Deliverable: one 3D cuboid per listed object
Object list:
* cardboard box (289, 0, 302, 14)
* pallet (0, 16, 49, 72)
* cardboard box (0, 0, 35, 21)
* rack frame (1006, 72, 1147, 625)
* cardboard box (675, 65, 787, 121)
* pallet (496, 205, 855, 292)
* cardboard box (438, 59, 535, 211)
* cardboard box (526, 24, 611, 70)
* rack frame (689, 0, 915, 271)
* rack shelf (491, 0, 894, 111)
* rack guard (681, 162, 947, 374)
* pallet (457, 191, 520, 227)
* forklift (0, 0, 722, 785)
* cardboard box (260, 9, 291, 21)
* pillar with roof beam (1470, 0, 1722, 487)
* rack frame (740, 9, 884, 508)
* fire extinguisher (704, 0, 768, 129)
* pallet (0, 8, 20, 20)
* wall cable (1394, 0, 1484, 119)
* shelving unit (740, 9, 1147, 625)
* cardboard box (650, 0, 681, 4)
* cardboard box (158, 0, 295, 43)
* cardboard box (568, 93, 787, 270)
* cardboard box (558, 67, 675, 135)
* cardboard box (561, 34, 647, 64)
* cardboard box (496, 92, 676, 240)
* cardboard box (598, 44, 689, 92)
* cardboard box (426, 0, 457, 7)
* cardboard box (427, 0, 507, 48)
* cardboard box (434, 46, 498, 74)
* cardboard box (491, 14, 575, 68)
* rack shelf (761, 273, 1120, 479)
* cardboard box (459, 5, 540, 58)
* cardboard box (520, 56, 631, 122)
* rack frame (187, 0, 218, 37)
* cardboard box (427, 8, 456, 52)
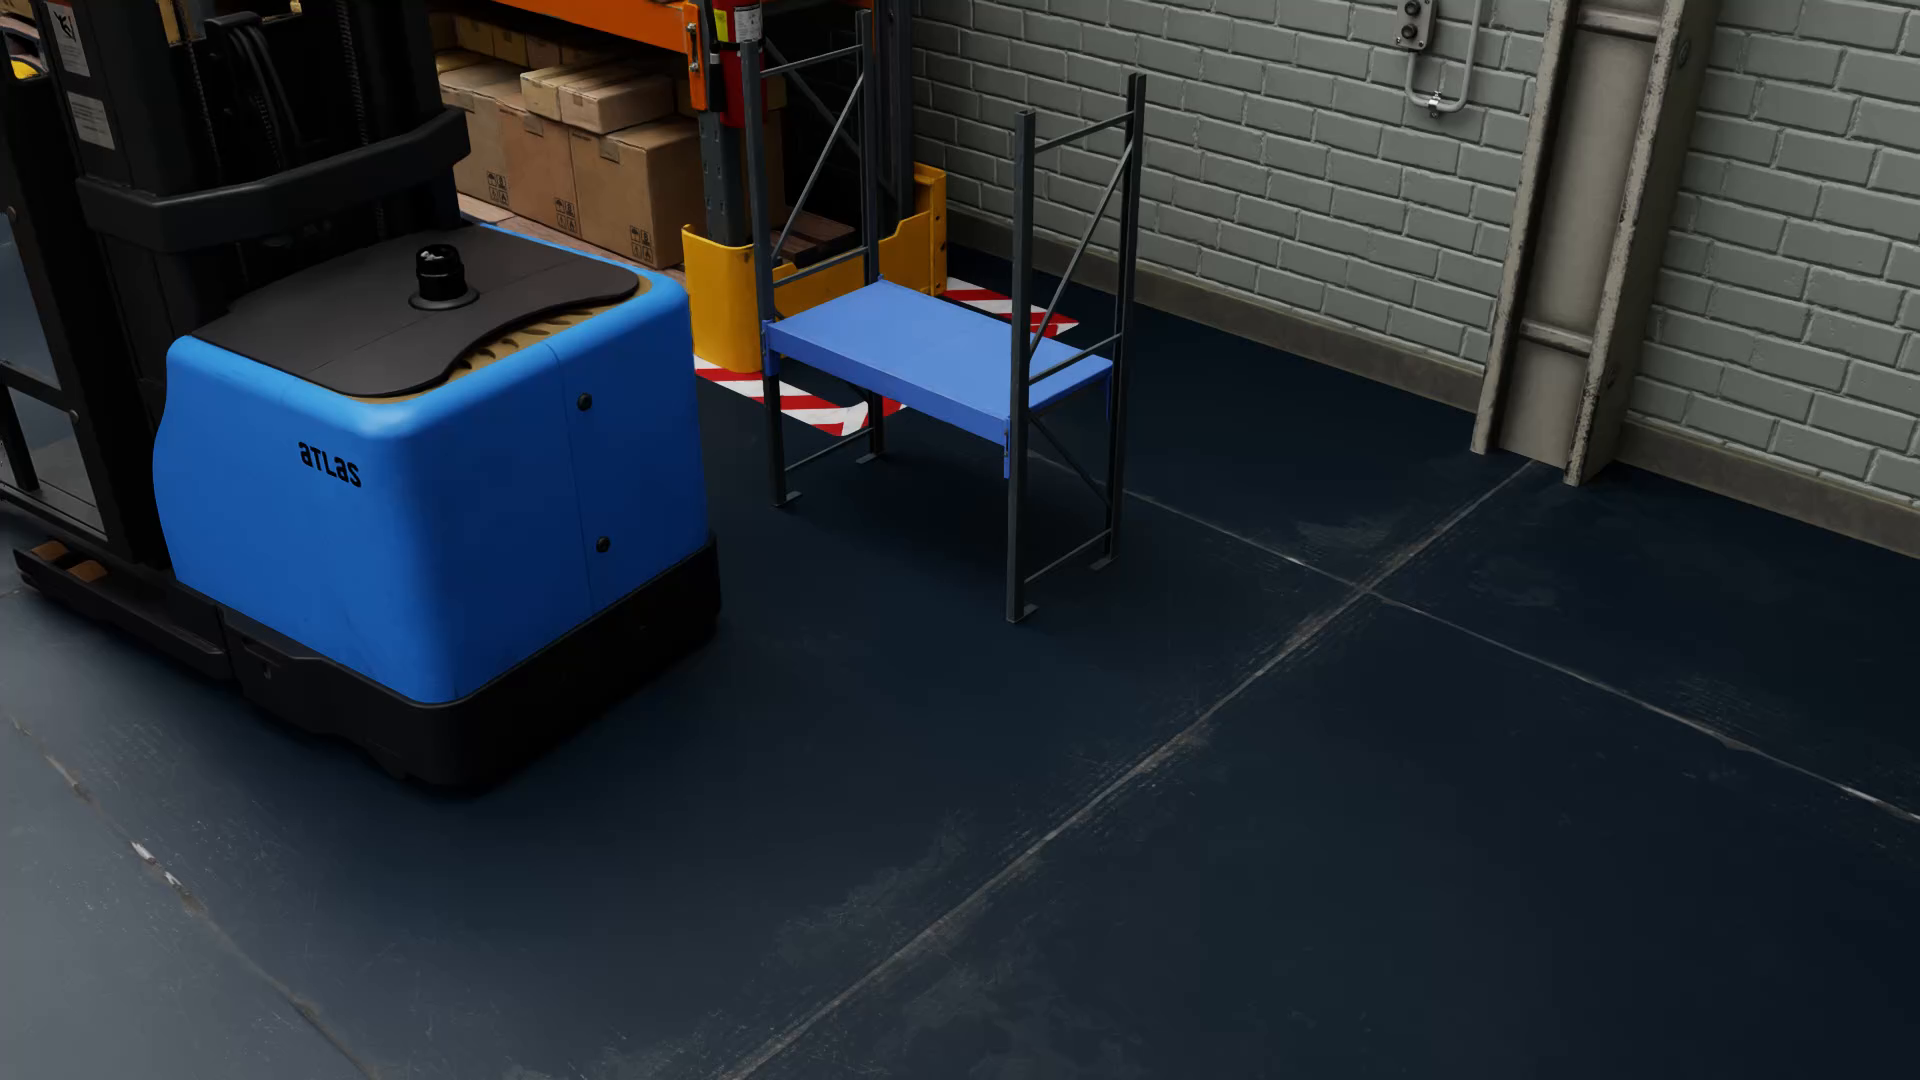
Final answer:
[{"bbox_3d":[-2.914,-2.476,7.842,0.250,0.149,0.380,27,40,37],"label":"cardboard box"},{"bbox_3d":[-5.063,-3.041,10.097,1.213,0.211,1.003,25,39,35],"label":"pallet"},{"bbox_3d":[-5.395,-3.608,10.012,0.750,0.750,0.750,25,39,35],"label":"cardboard box"},{"bbox_3d":[0.314,-0.496,4.620,0.032,1.500,0.500,25,39,35],"label":"rack frame"},{"bbox_3d":[-0.925,-1.815,6.744,0.250,0.149,0.380,25,39,35],"label":"cardboard box"},{"bbox_3d":[-1.211,-1.243,7.110,1.213,0.211,1.003,25,39,35],"label":"pallet"},{"bbox_3d":[-1.896,-1.851,7.433,0.500,0.500,0.700,24,38,34],"label":"cardboard box"},{"bbox_3d":[-1.675,-2.165,7.325,0.250,0.149,0.380,26,39,36],"label":"cardboard box"},{"bbox_3d":[-0.566,-2.191,5.981,0.127,3.000,1.000,25,39,35],"label":"rack frame"},{"bbox_3d":[-2.048,-2.575,7.316,4.000,0.370,1.077,25,39,35],"label":"rack shelf"},{"bbox_3d":[-0.548,-1.112,6.612,0.348,0.500,1.175,25,39,35],"label":"rack guard"},{"bbox_3d":[-2.111,-1.665,7.812,1.213,0.211,1.003,25,39,35],"label":"pallet"},{"bbox_3d":[-2.189,-1.231,4.453,3.031,2.935,1.130,20,36,29],"label":"forklift"},{"bbox_3d":[-3.046,-2.386,8.322,0.500,0.500,0.700,26,39,36],"label":"cardboard box"},{"bbox_3d":[-0.872,-2.511,0.696,0.400,9.000,9.100,25,39,35],"label":"pillar with roof beam"},{"bbox_3d":[-0.440,-0.848,5.204,0.032,1.500,0.500,25,39,35],"label":"rack frame"},{"bbox_3d":[-0.763,-1.769,5.717,0.183,0.674,0.296,25,39,35],"label":"fire extinguisher"},{"bbox_3d":[-5.963,-3.463,10.798,1.213,0.211,1.003,25,39,35],"label":"pallet"},{"bbox_3d":[1.019,-2.545,5.584,1.851,1.984,0.084,25,39,35],"label":"wall cable"},{"bbox_3d":[-0.063,-0.672,4.912,1.048,1.500,0.538,25,39,35],"label":"shelving unit"},{"bbox_3d":[-0.950,-2.492,6.190,0.700,0.700,0.980,27,40,37],"label":"cardboard box"},{"bbox_3d":[-4.100,-3.009,9.018,0.750,0.750,0.750,26,39,36],"label":"cardboard box"},{"bbox_3d":[-1.152,-1.504,6.856,0.500,0.500,0.700,25,39,35],"label":"cardboard box"},{"bbox_3d":[-1.369,-1.757,6.647,0.250,0.149,0.380,25,39,35],"label":"cardboard box"},{"bbox_3d":[-1.486,-2.077,7.179,0.250,0.149,0.380,25,39,35],"label":"cardboard box"},{"bbox_3d":[-1.523,-1.677,7.144,0.500,0.500,0.700,25,39,35],"label":"cardboard box"},{"bbox_3d":[-1.301,-1.990,7.035,0.250,0.149,0.380,25,39,35],"label":"cardboard box"},{"bbox_3d":[-2.432,-2.518,7.911,0.250,0.149,0.380,24,38,34],"label":"cardboard box"},{"bbox_3d":[-2.245,-2.430,7.766,0.250,0.149,0.380,25,39,36],"label":"cardboard box"},{"bbox_3d":[-2.296,-2.033,7.734,0.500,0.500,0.700,26,40,36],"label":"cardboard box"},{"bbox_3d":[-1.866,-2.253,7.472,0.250,0.149,0.380,25,39,36],"label":"cardboard box"},{"bbox_3d":[-0.063,-0.518,5.005,1.000,0.185,0.538,25,39,35],"label":"rack shelf"},{"bbox_3d":[-2.053,-2.341,7.618,0.250,0.149,0.380,24,39,34],"label":"cardboard box"},{"bbox_3d":[-1.559,-1.845,6.793,0.250,0.149,0.380,26,40,36],"label":"cardboard box"},{"bbox_3d":[-3.531,-3.575,8.281,0.127,3.000,1.000,25,39,35],"label":"rack frame"},{"bbox_3d":[-2.527,-2.295,7.542,0.250,0.149,0.380,24,38,34],"label":"cardboard box"}]
